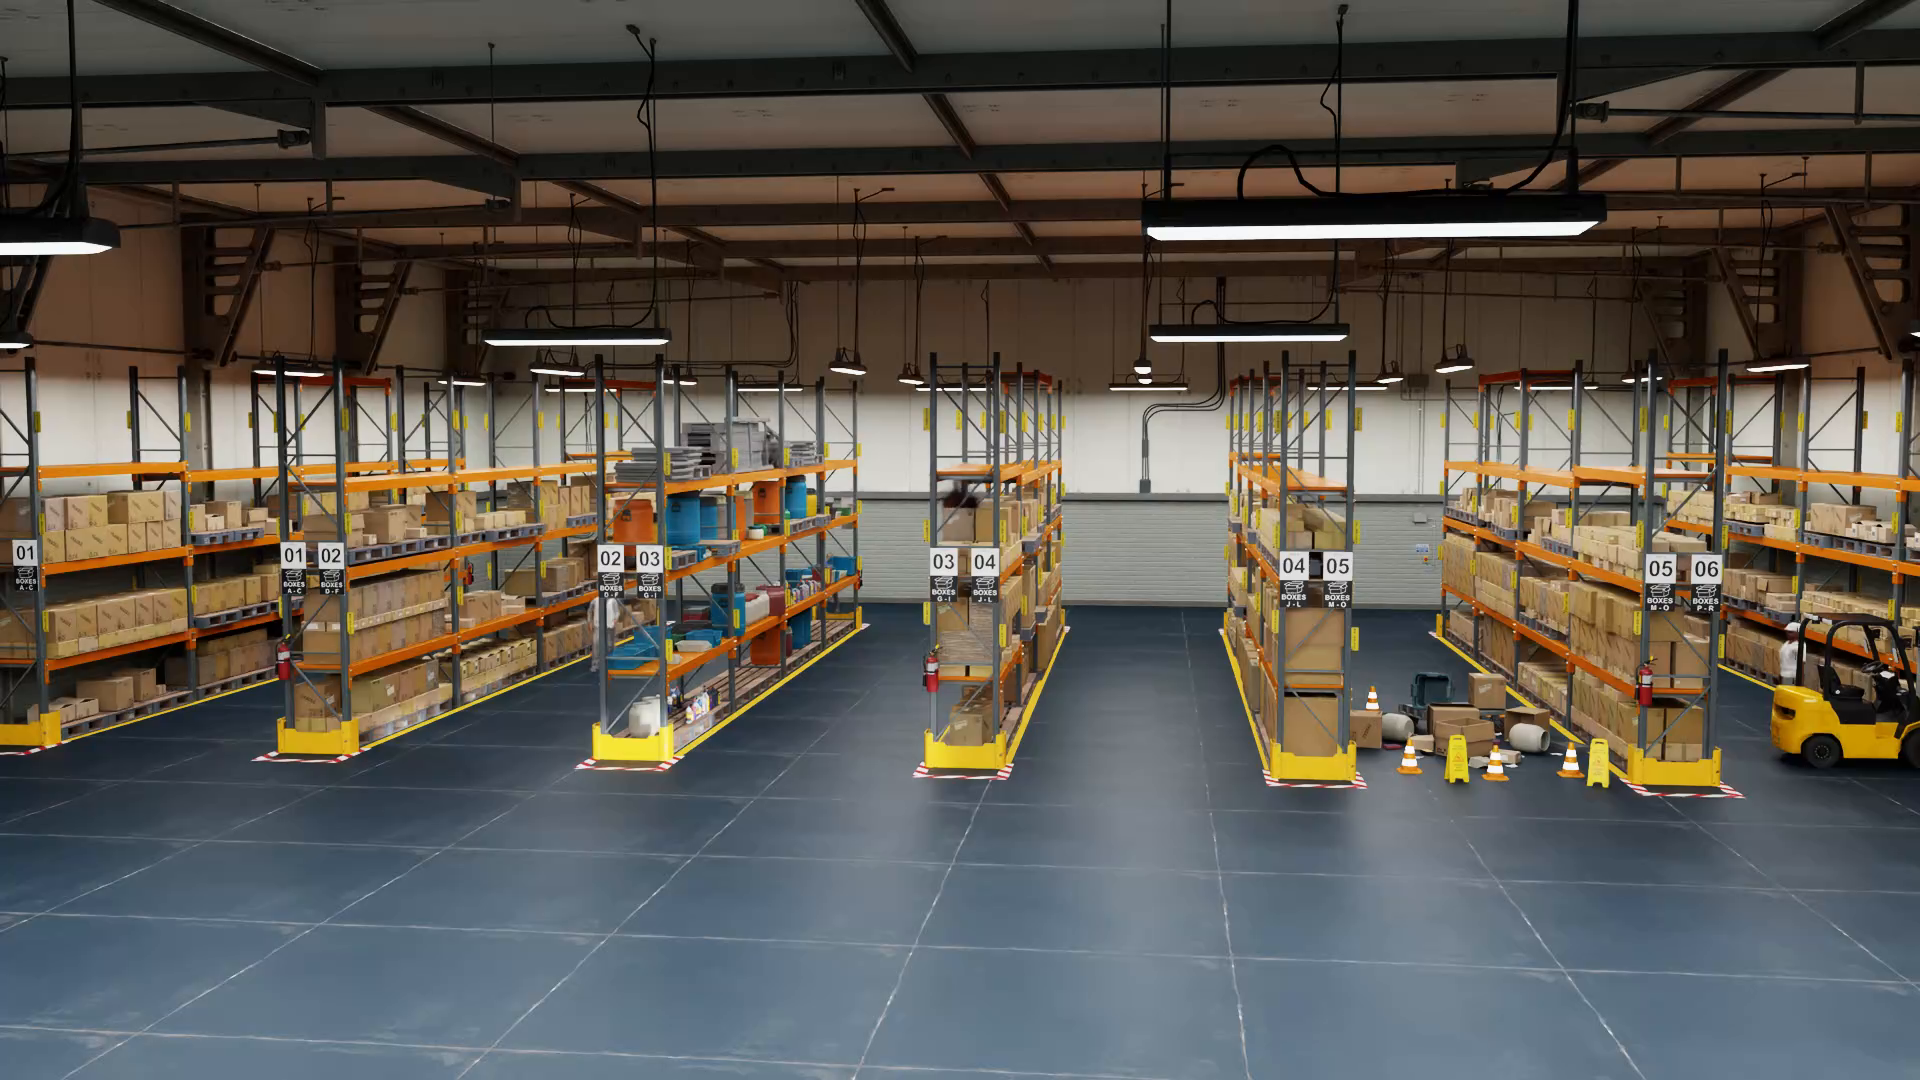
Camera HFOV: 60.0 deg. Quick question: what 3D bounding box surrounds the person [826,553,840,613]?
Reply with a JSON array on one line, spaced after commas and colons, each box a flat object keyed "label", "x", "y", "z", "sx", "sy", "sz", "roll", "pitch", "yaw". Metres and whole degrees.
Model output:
[{"label": "person", "x": -3.369, "y": 1.128, "z": 43.156, "sx": 0.513, "sy": 1.596, "sz": 1.006, "roll": 1, "pitch": 4, "yaw": 11}]

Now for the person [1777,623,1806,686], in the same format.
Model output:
[{"label": "person", "x": 13.474, "y": 2.220, "z": 26.972, "sx": 0.443, "sy": 1.772, "sz": 0.602, "roll": 2, "pitch": 5, "yaw": 31}]

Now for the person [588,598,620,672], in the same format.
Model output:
[{"label": "person", "x": -7.245, "y": 1.758, "z": 33.781, "sx": 0.703, "sy": 1.757, "sz": 0.982, "roll": 1, "pitch": 4, "yaw": 7}]
